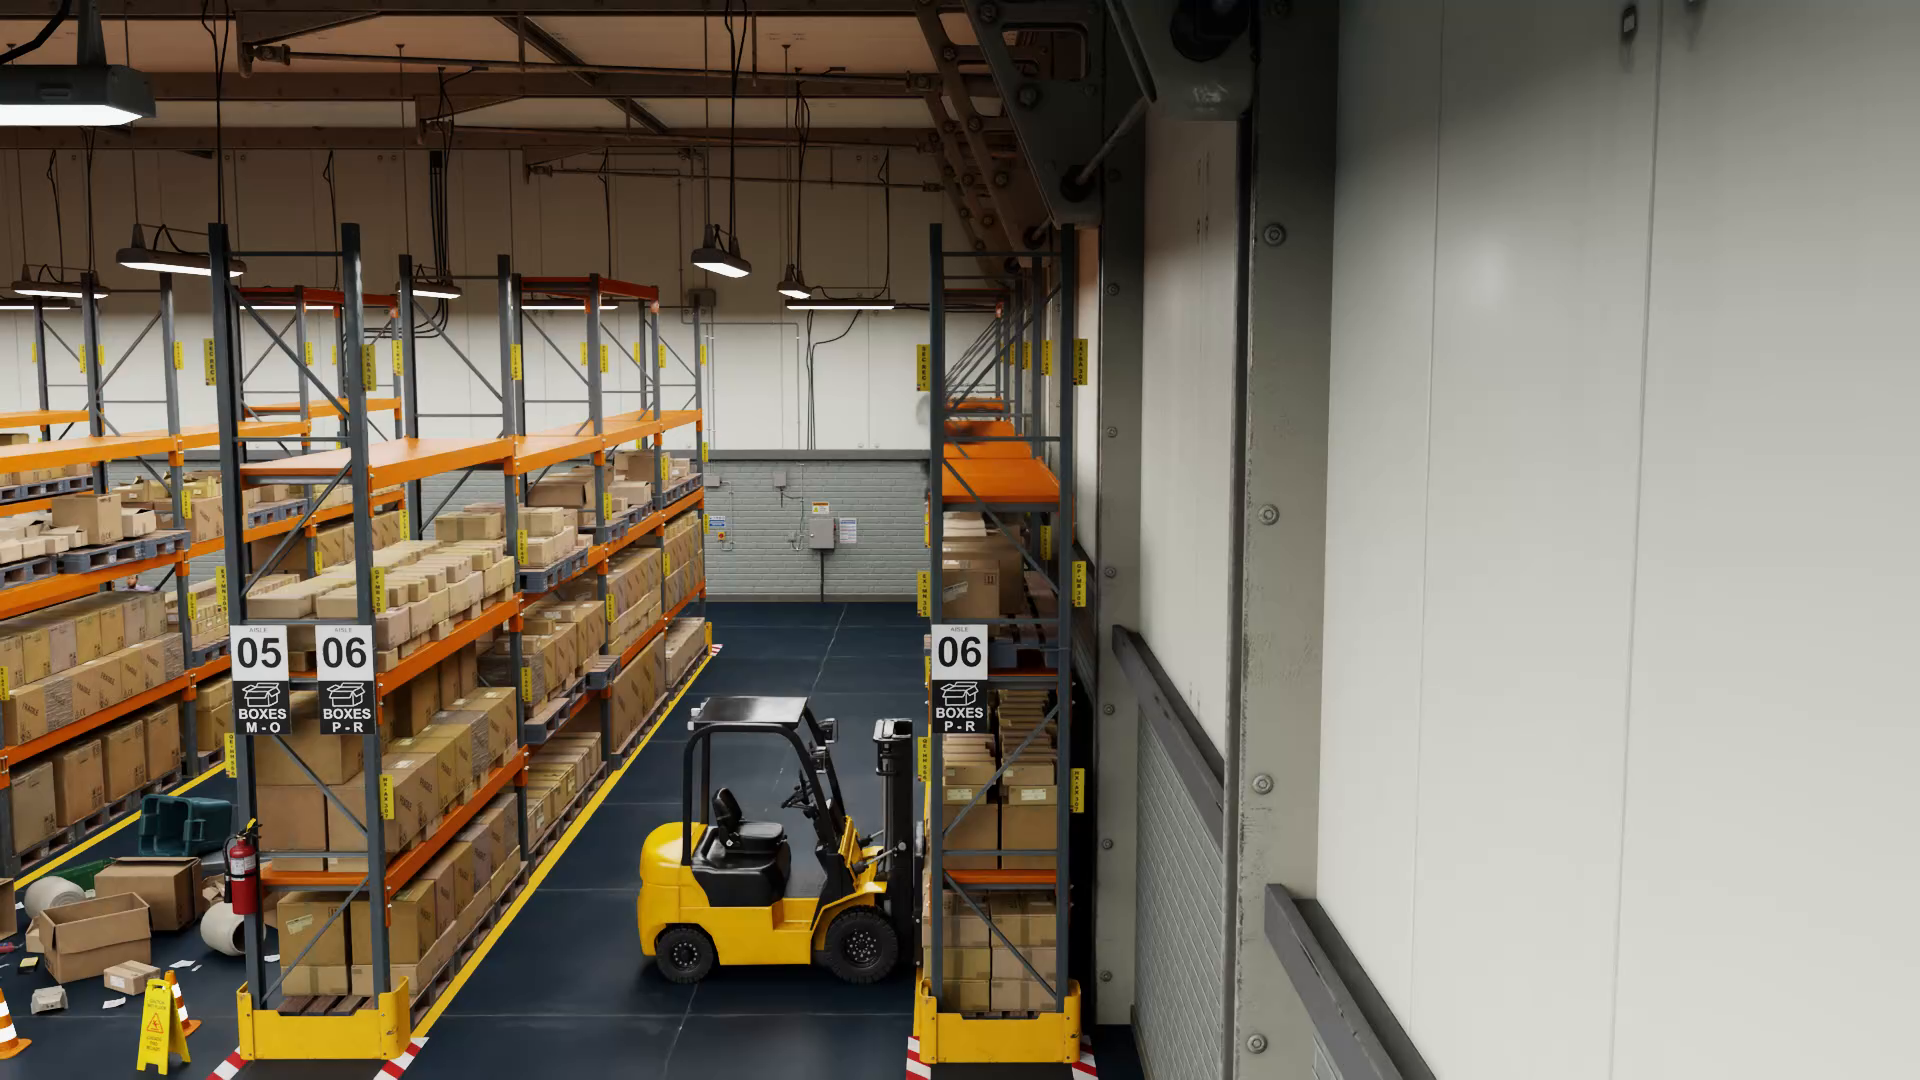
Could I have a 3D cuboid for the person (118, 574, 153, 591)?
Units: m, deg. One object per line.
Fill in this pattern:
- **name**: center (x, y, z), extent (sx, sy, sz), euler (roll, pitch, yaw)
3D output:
- **person**: center (-12.930, 1.338, 26.110), extent (0.557, 1.705, 0.794), euler (0, 7, -1)
